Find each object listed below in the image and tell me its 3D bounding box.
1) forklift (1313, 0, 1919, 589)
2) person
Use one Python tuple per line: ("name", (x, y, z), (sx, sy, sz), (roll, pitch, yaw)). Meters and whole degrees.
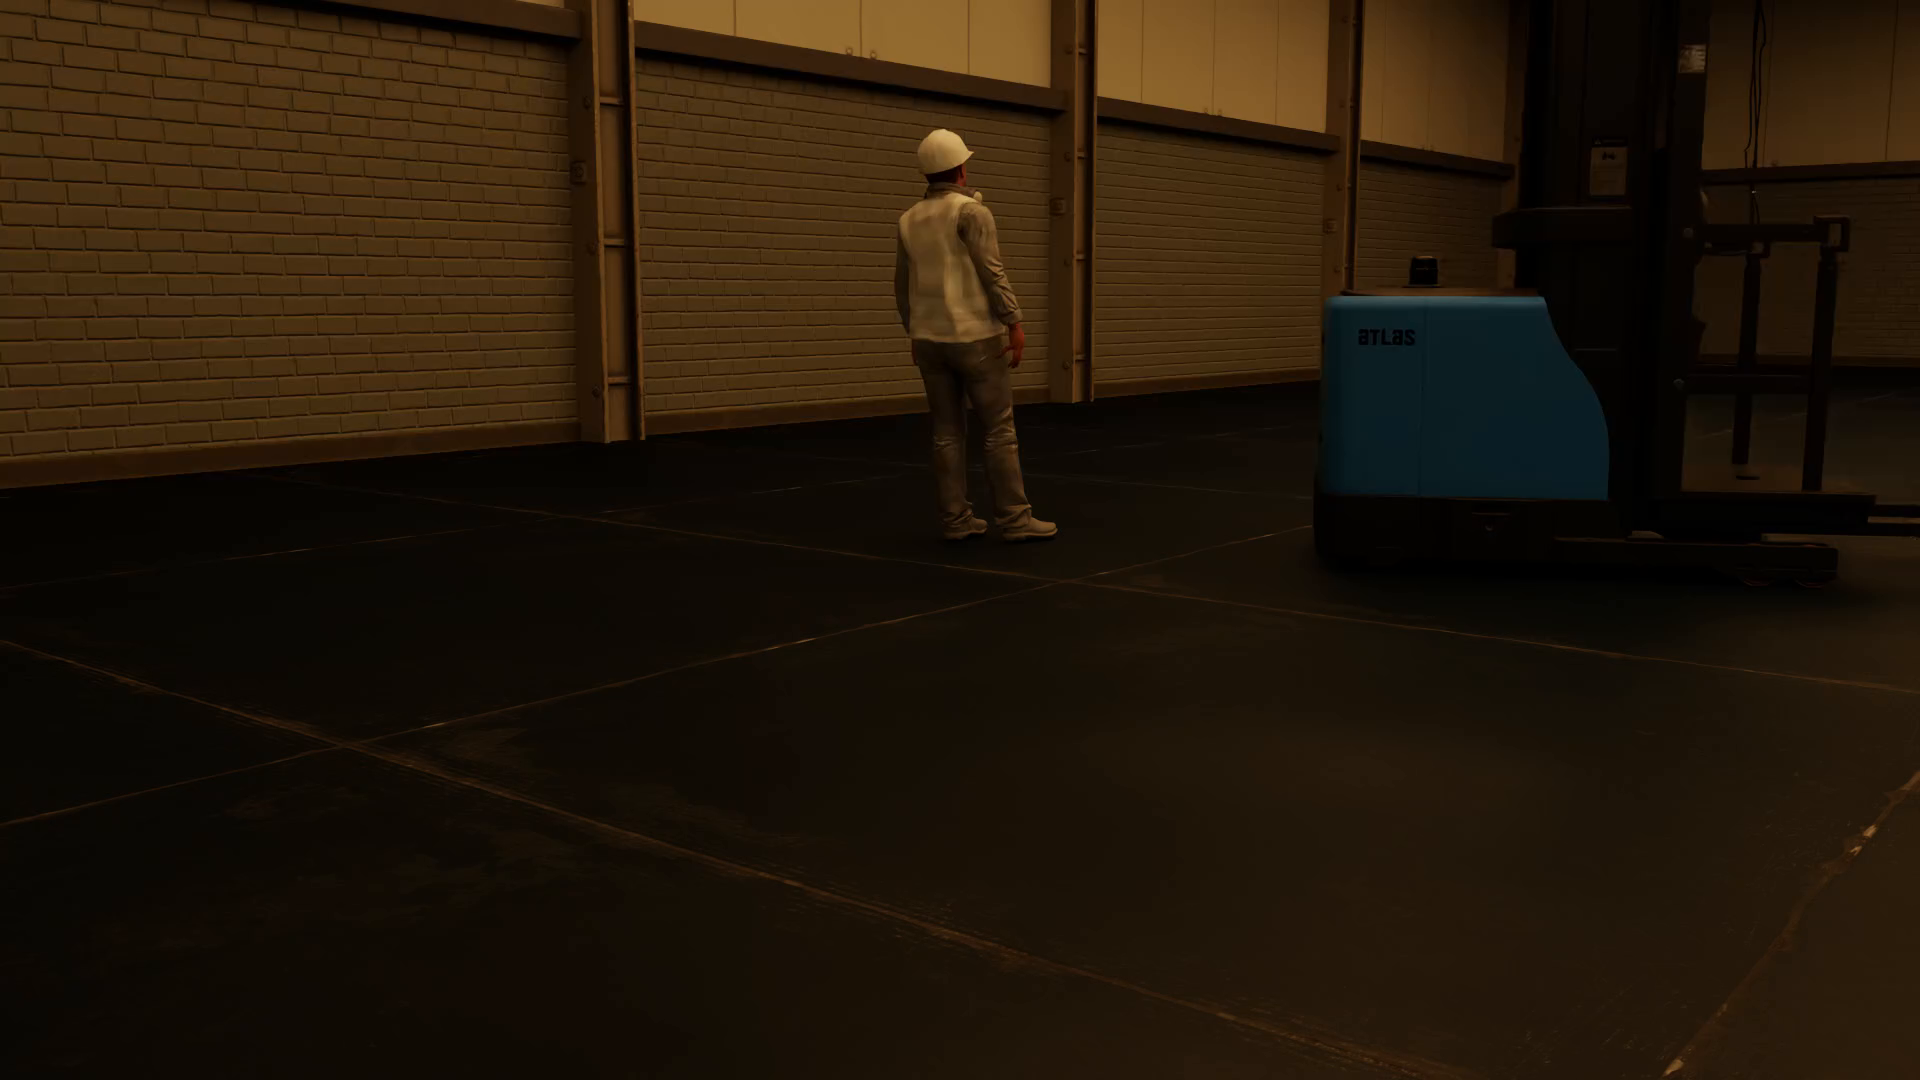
("forklift", (2.987, -1.353, 6.531), (3.031, 2.935, 1.130), (2, 8, 11))
("person", (0.045, -0.891, 7.319), (0.633, 1.775, 0.566), (7, 11, 38))
